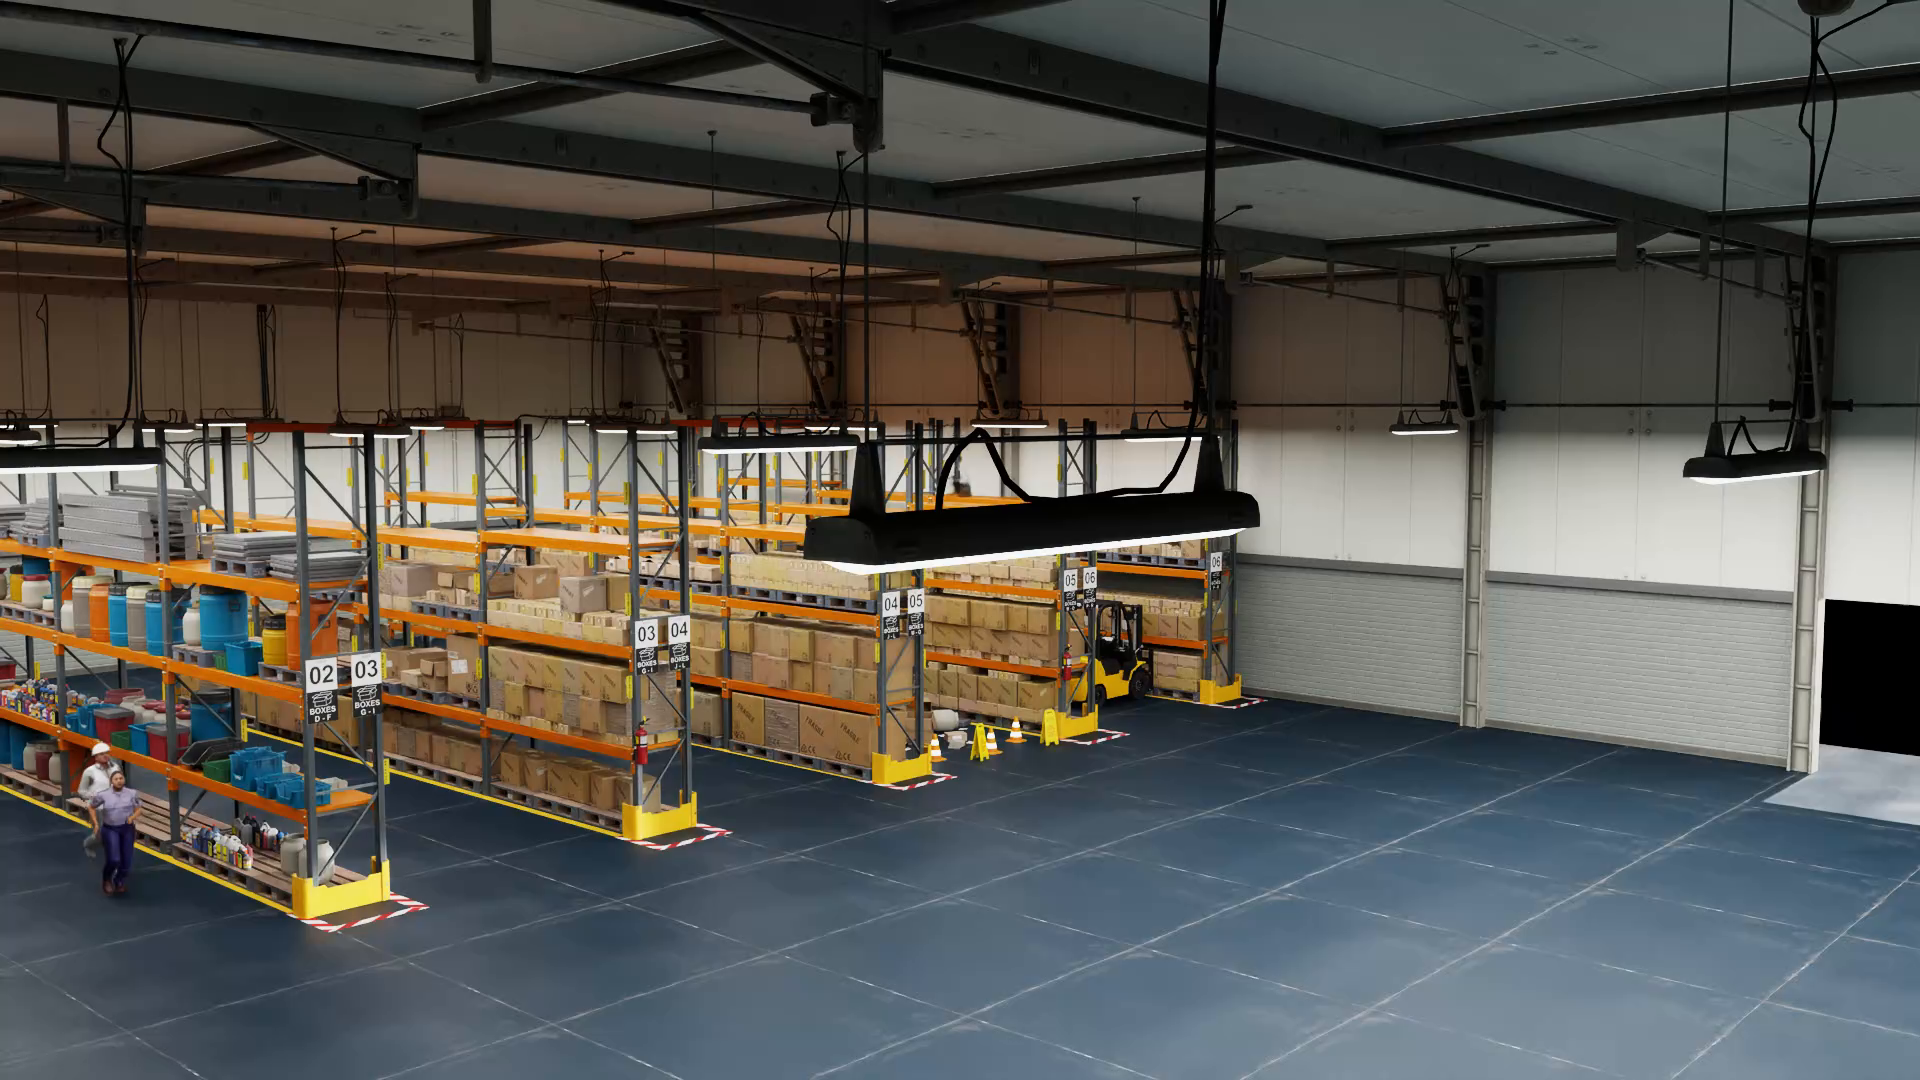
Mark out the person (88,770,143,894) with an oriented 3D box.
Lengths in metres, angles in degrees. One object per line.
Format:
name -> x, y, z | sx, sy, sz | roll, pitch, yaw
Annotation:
person -> -10.812, 3.765, 21.377 | 0.588, 1.602, 0.605 | -4, 6, -40

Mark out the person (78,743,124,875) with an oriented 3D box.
person -> -11.602, 3.623, 22.545 | 0.864, 1.771, 0.662 | 4, 6, 39

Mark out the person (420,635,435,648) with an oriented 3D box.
person -> -13.118, 2.109, 41.199 | 0.708, 1.727, 0.546 | 1, 5, 15
